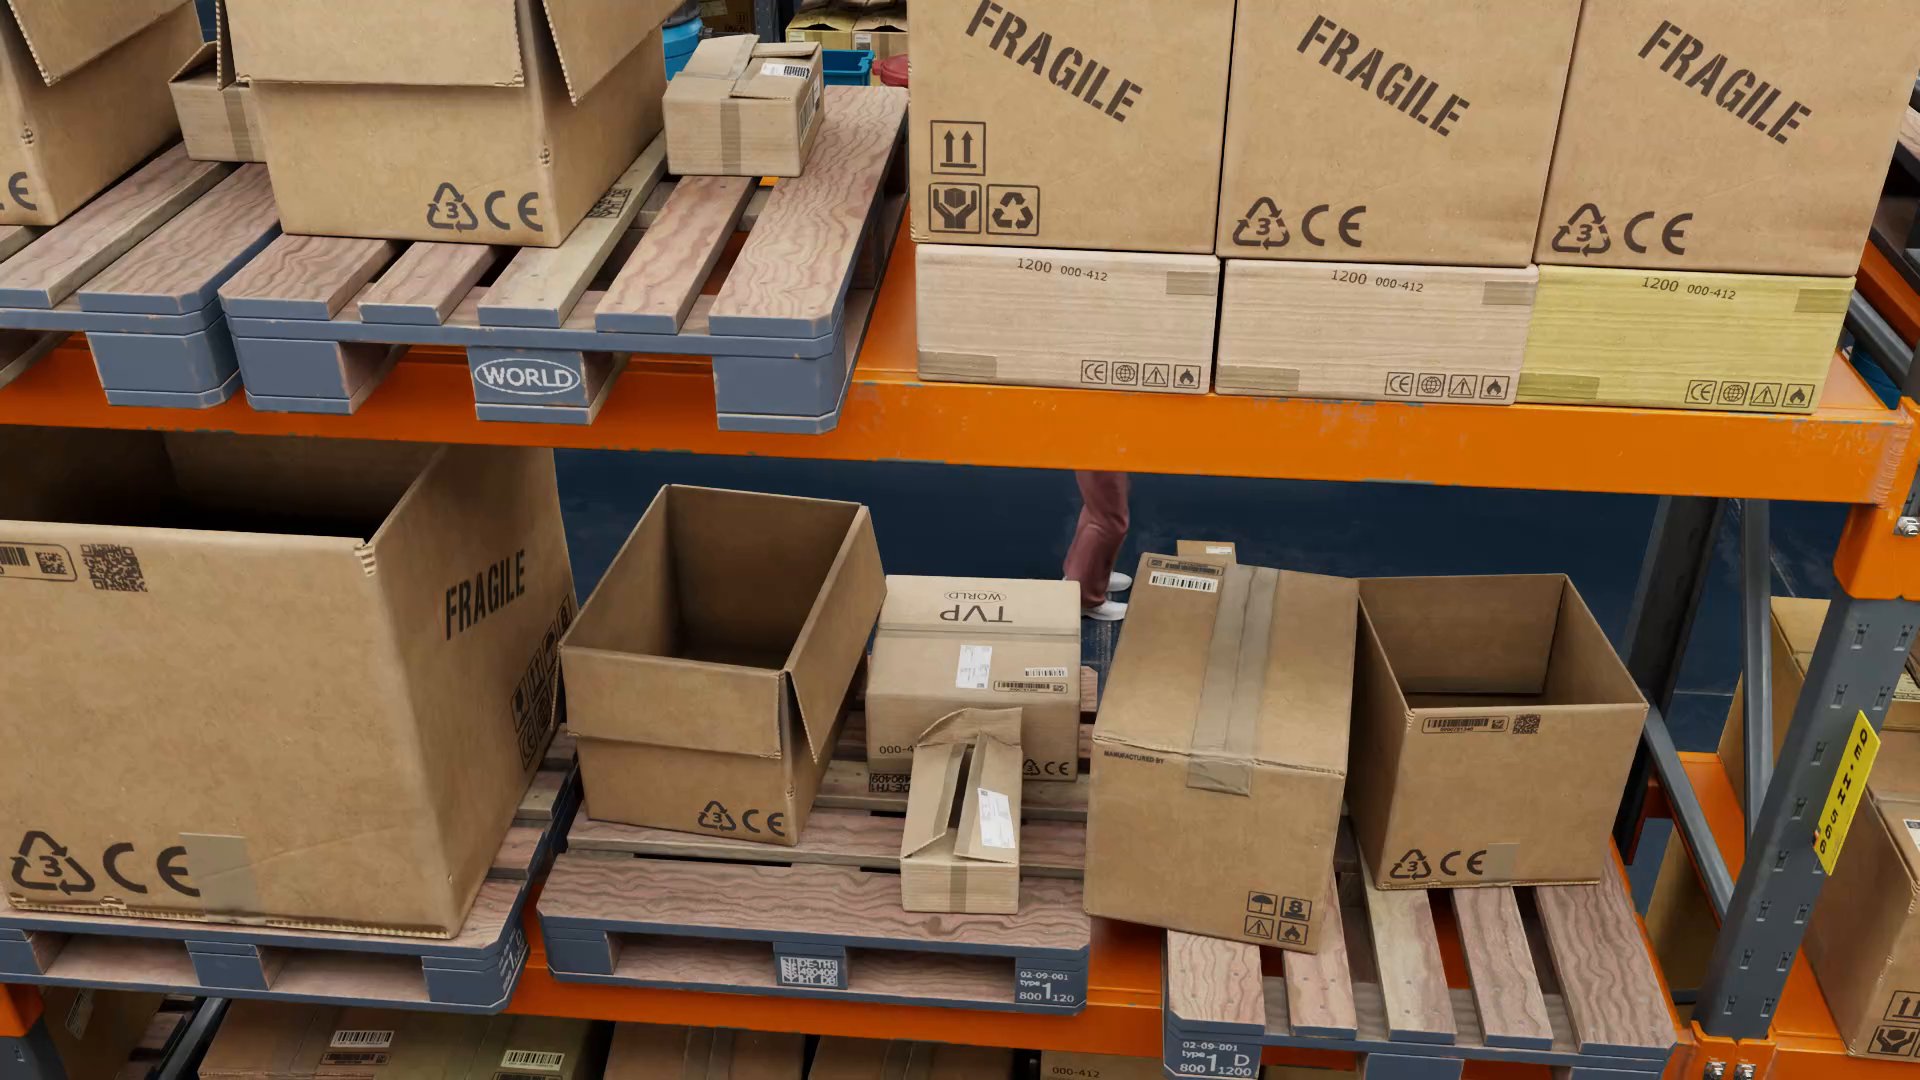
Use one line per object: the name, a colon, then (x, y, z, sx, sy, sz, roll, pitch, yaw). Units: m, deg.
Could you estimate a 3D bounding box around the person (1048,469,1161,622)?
person: (0.632, -0.372, 6.934, 0.575, 1.469, 0.504, 3, 32, 4)
